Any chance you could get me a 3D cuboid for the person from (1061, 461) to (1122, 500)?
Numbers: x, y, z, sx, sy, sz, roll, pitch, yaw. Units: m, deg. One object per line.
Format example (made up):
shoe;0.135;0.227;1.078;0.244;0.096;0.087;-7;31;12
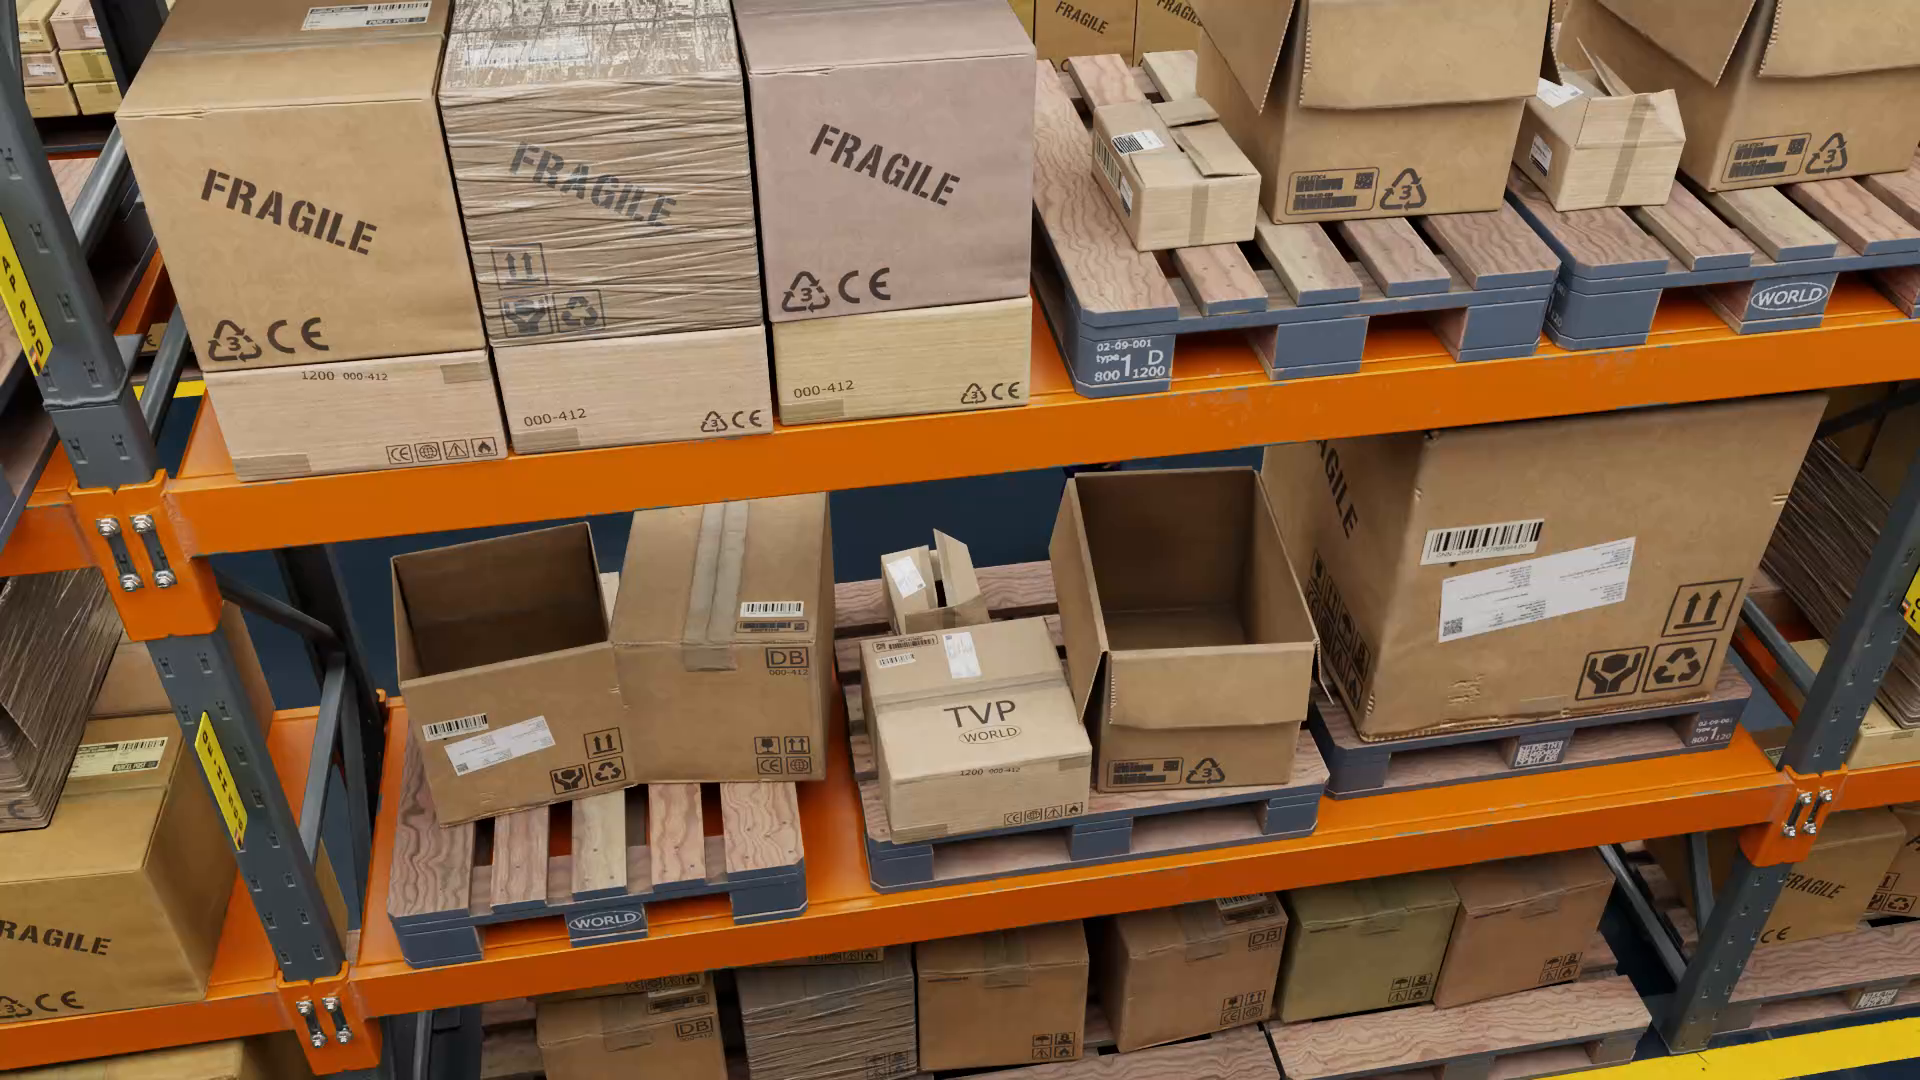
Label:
person;0.544;-0.505;6.786;0.419;1.651;0.537;-7;39;-8
